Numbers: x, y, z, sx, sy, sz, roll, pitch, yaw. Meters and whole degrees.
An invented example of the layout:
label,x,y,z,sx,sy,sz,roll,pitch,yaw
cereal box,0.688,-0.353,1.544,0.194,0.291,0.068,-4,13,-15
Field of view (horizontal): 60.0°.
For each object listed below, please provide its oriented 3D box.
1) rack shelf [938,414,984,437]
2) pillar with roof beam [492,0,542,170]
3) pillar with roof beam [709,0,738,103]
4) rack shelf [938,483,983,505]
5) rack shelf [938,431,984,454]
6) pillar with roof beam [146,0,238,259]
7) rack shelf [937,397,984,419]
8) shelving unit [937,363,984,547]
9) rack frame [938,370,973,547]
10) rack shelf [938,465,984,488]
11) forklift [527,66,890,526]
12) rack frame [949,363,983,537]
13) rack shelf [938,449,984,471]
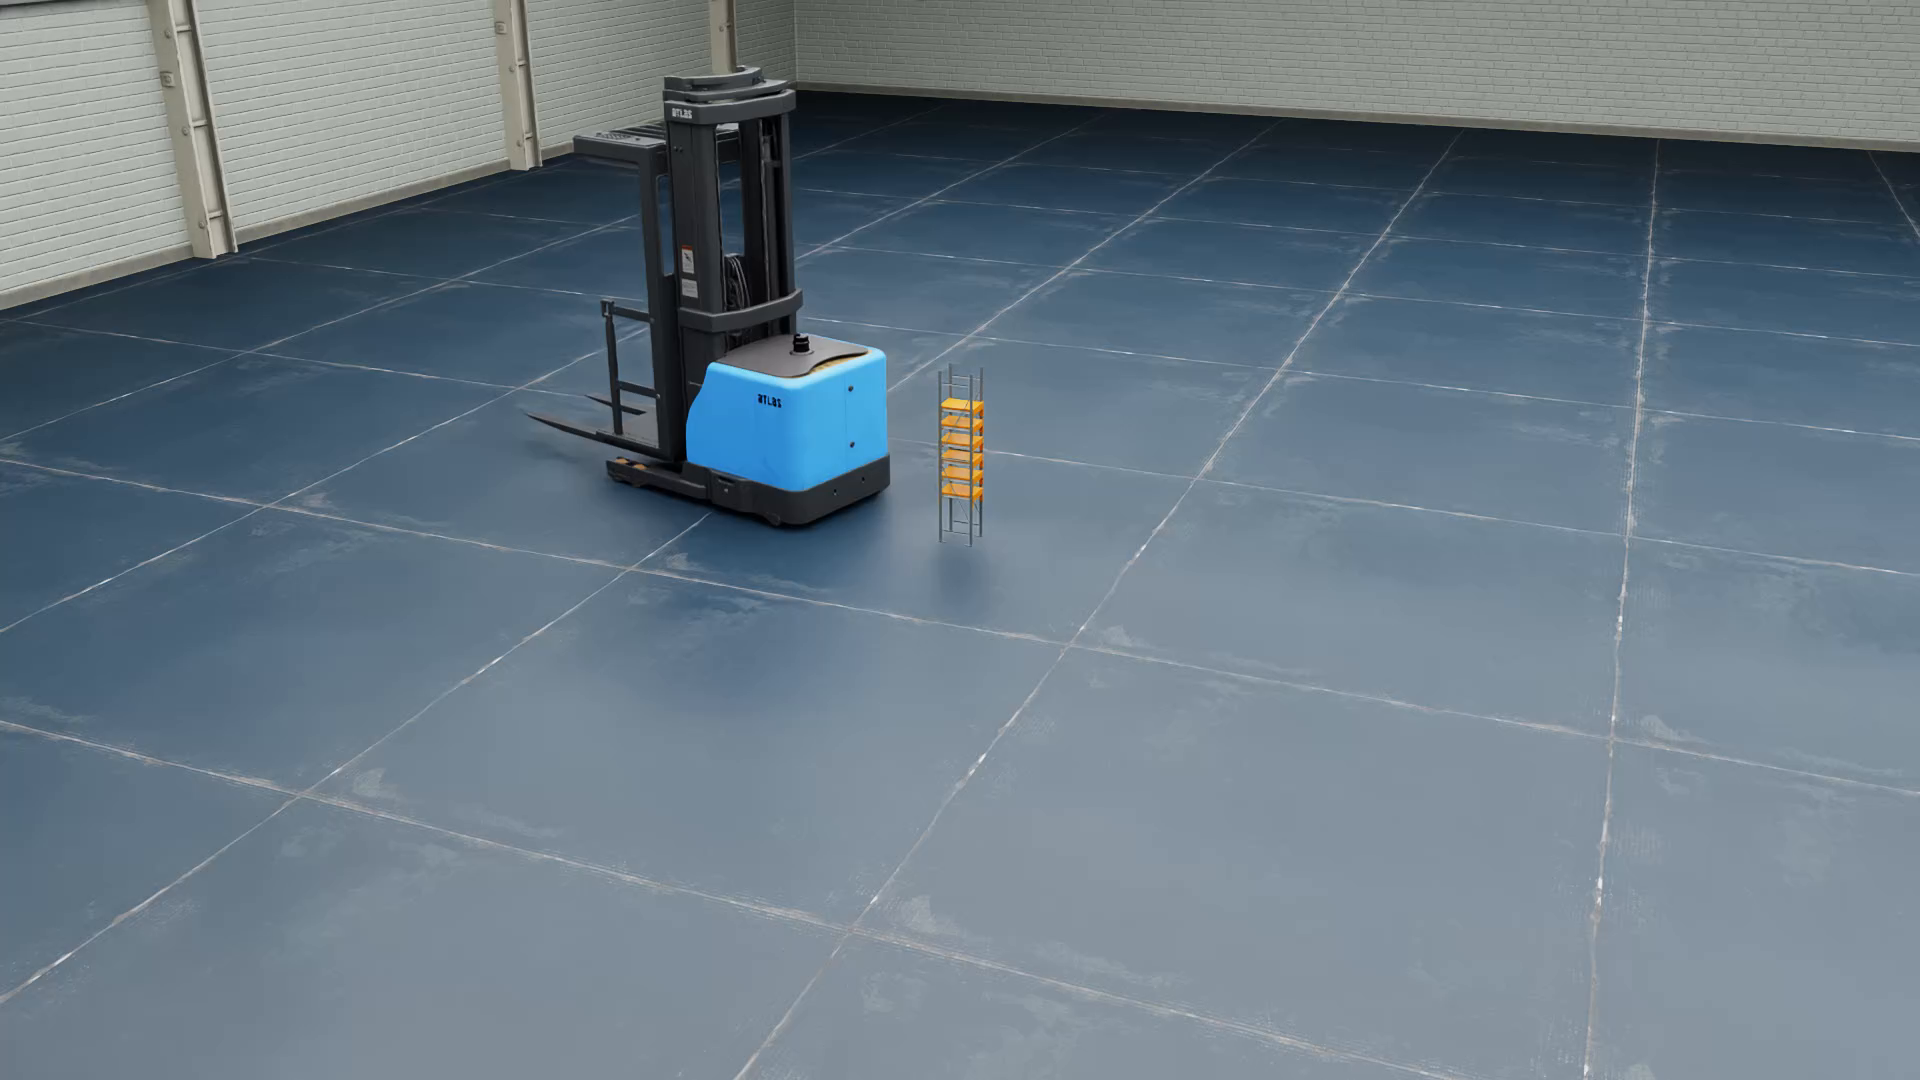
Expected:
label,x,y,z,sx,sy,sz,roll,pitch,yaw
rack shelf,0.005,-0.739,10.956,0.258,0.103,0.180,9,24,20
pillar with roof beam,-2.340,-8.974,21.058,9.100,9.000,0.400,9,24,20
pillar with roof beam,-0.111,-11.121,26.199,9.100,9.000,0.400,9,24,20
rack shelf,0.005,-0.296,11.141,0.258,0.103,0.180,9,24,20
rack shelf,0.005,-0.629,11.002,0.258,0.103,0.180,9,24,20
pillar with roof beam,-4.569,-6.827,15.918,9.100,9.000,0.400,9,24,20
rack shelf,0.005,-0.850,10.910,0.258,0.103,0.180,9,24,20
shelving unit,0.005,-0.559,11.031,0.258,1.200,0.189,9,24,20
rack frame,-0.029,-0.526,10.953,0.240,1.200,0.006,9,24,20
rack shelf,0.005,-0.407,11.095,0.258,0.103,0.180,9,24,20
forklift,-1.988,-1.886,11.962,3.031,2.935,1.130,16,28,34
rack frame,0.039,-0.592,11.110,0.240,1.200,0.006,9,24,20
rack shelf,0.005,-0.518,11.048,0.258,0.103,0.180,9,24,20
